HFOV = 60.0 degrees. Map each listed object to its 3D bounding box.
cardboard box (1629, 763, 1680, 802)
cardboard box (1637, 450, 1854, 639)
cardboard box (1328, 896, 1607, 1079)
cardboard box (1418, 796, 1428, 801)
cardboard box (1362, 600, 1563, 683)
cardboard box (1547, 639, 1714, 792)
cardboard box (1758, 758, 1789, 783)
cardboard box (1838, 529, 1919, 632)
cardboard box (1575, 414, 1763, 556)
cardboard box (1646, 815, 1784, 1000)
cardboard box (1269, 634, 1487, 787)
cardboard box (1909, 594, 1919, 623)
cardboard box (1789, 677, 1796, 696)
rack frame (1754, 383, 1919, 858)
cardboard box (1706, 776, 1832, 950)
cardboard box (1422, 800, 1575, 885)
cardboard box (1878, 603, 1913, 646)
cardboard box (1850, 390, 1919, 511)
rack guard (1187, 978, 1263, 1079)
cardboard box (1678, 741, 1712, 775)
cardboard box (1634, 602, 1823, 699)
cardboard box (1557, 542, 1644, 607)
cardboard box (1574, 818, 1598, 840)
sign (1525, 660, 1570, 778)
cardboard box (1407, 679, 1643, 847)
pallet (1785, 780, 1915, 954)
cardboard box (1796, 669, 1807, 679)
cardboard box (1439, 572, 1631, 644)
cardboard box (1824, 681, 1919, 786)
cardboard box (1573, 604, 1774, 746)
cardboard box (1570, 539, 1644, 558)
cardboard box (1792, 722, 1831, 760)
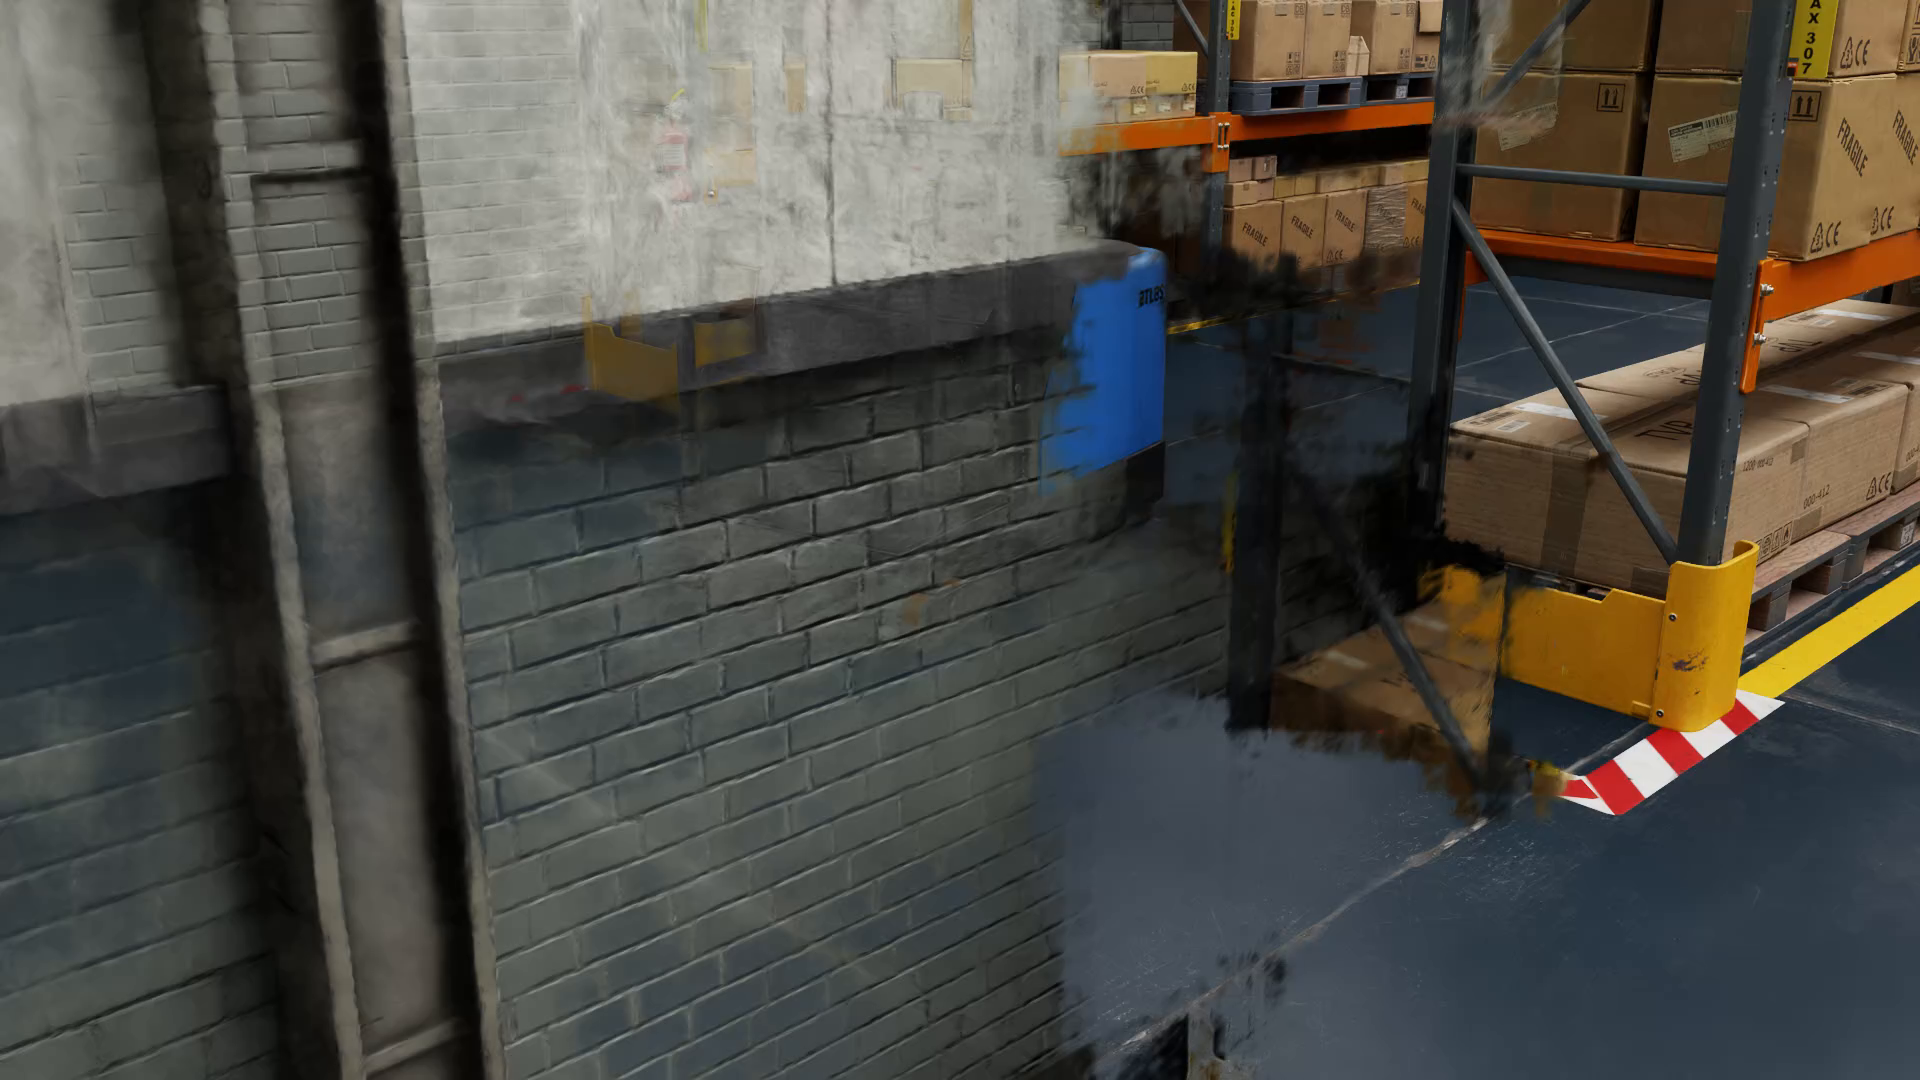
[{"bbox_3d":[-0.610,-2.205,8.830,0.250,0.149,0.380,-15,23,-39],"label":"cardboard box"},{"bbox_3d":[0.022,-2.930,9.202,0.500,0.500,0.500,-15,24,-39],"label":"cardboard box"},{"bbox_3d":[-1.073,-1.270,8.904,0.797,0.503,0.637,17,24,42],"label":"cardboard box"},{"bbox_3d":[-1.300,-2.200,8.814,0.257,0.149,0.385,-16,24,-40],"label":"cardboard box"},{"bbox_3d":[-1.055,-2.485,9.047,0.500,0.250,0.500,-16,24,-41],"label":"cardboard box"},{"bbox_3d":[-0.702,-2.362,8.667,0.500,0.250,0.500,-16,24,-40],"label":"cardboard box"},{"bbox_3d":[0.681,-1.830,10.945,0.500,0.311,0.500,-15,23,-39],"label":"cardboard box"},{"bbox_3d":[0.767,-2.795,10.002,0.500,0.250,0.500,-16,24,-41],"label":"cardboard box"},{"bbox_3d":[0.059,-3.168,9.936,0.500,0.500,0.500,-17,25,-42],"label":"cardboard box"},{"bbox_3d":[0.028,-1.530,9.713,0.500,0.500,0.500,-16,24,-40],"label":"cardboard box"},{"bbox_3d":[-1.431,-2.376,8.711,0.500,0.250,0.500,-15,23,-39],"label":"cardboard box"},{"bbox_3d":[1.091,-2.693,10.334,0.250,0.149,0.380,-15,24,-39],"label":"cardboard box"},{"bbox_3d":[0.132,-2.430,9.523,0.250,0.149,0.380,-16,24,-41],"label":"cardboard box"},{"bbox_3d":[1.324,-2.997,10.864,0.127,3.000,1.000,-16,24,-41],"label":"rack frame"},{"bbox_3d":[0.329,-1.661,10.115,0.700,0.500,0.500,17,24,42],"label":"cardboard box"},{"bbox_3d":[-1.155,-2.038,8.314,0.250,0.149,0.380,-16,24,-41],"label":"cardboard box"},{"bbox_3d":[2.058,-3.298,11.286,3.665,0.713,0.828,-15,24,-39],"label":"cardboard box"},{"bbox_3d":[1.829,-3.296,10.945,0.500,0.500,0.700,-15,24,-39],"label":"cardboard box"},{"bbox_3d":[-1.527,-0.976,8.685,0.348,0.500,1.175,-16,24,-41],"label":"rack guard"},{"bbox_3d":[-0.420,-2.263,9.008,0.250,0.149,0.380,-16,24,-40],"label":"cardboard box"},{"bbox_3d":[0.021,-2.583,9.349,0.500,0.250,0.500,-17,25,-42],"label":"cardboard box"},{"bbox_3d":[-0.312,-2.700,9.709,0.500,0.250,0.500,-16,24,-41],"label":"cardboard box"},{"bbox_3d":[-1.002,-2.102,8.512,0.250,0.149,0.380,-15,24,-39],"label":"cardboard box"},{"bbox_3d":[-1.210,-2.439,7.741,0.005,0.325,0.100,-16,24,-41],"label":"sign"},{"bbox_3d":[-1.068,-2.255,8.337,0.500,0.250,0.500,-16,24,-41],"label":"cardboard box"},{"bbox_3d":[0.824,-1.525,10.846,1.213,0.211,1.003,-16,24,-41],"label":"pallet"},{"bbox_3d":[0.279,-2.493,9.717,0.250,0.149,0.380,-16,24,-40],"label":"cardboard box"},{"bbox_3d":[-0.692,-2.589,9.367,0.500,0.250,0.500,-15,23,-39],"label":"cardboard box"},{"bbox_3d":[1.830,-2.059,11.345,0.500,0.500,0.500,-15,23,-38],"label":"cardboard box"},{"bbox_3d":[-0.336,-2.470,9.000,0.500,0.250,0.500,-17,24,-42],"label":"cardboard box"},{"bbox_3d":[0.494,-3.427,9.927,1.288,1.500,1.006,-16,24,-41],"label":"cardboard box"},{"bbox_3d":[1.477,-2.178,11.710,0.500,0.500,0.500,-16,24,-41],"label":"cardboard box"}]
